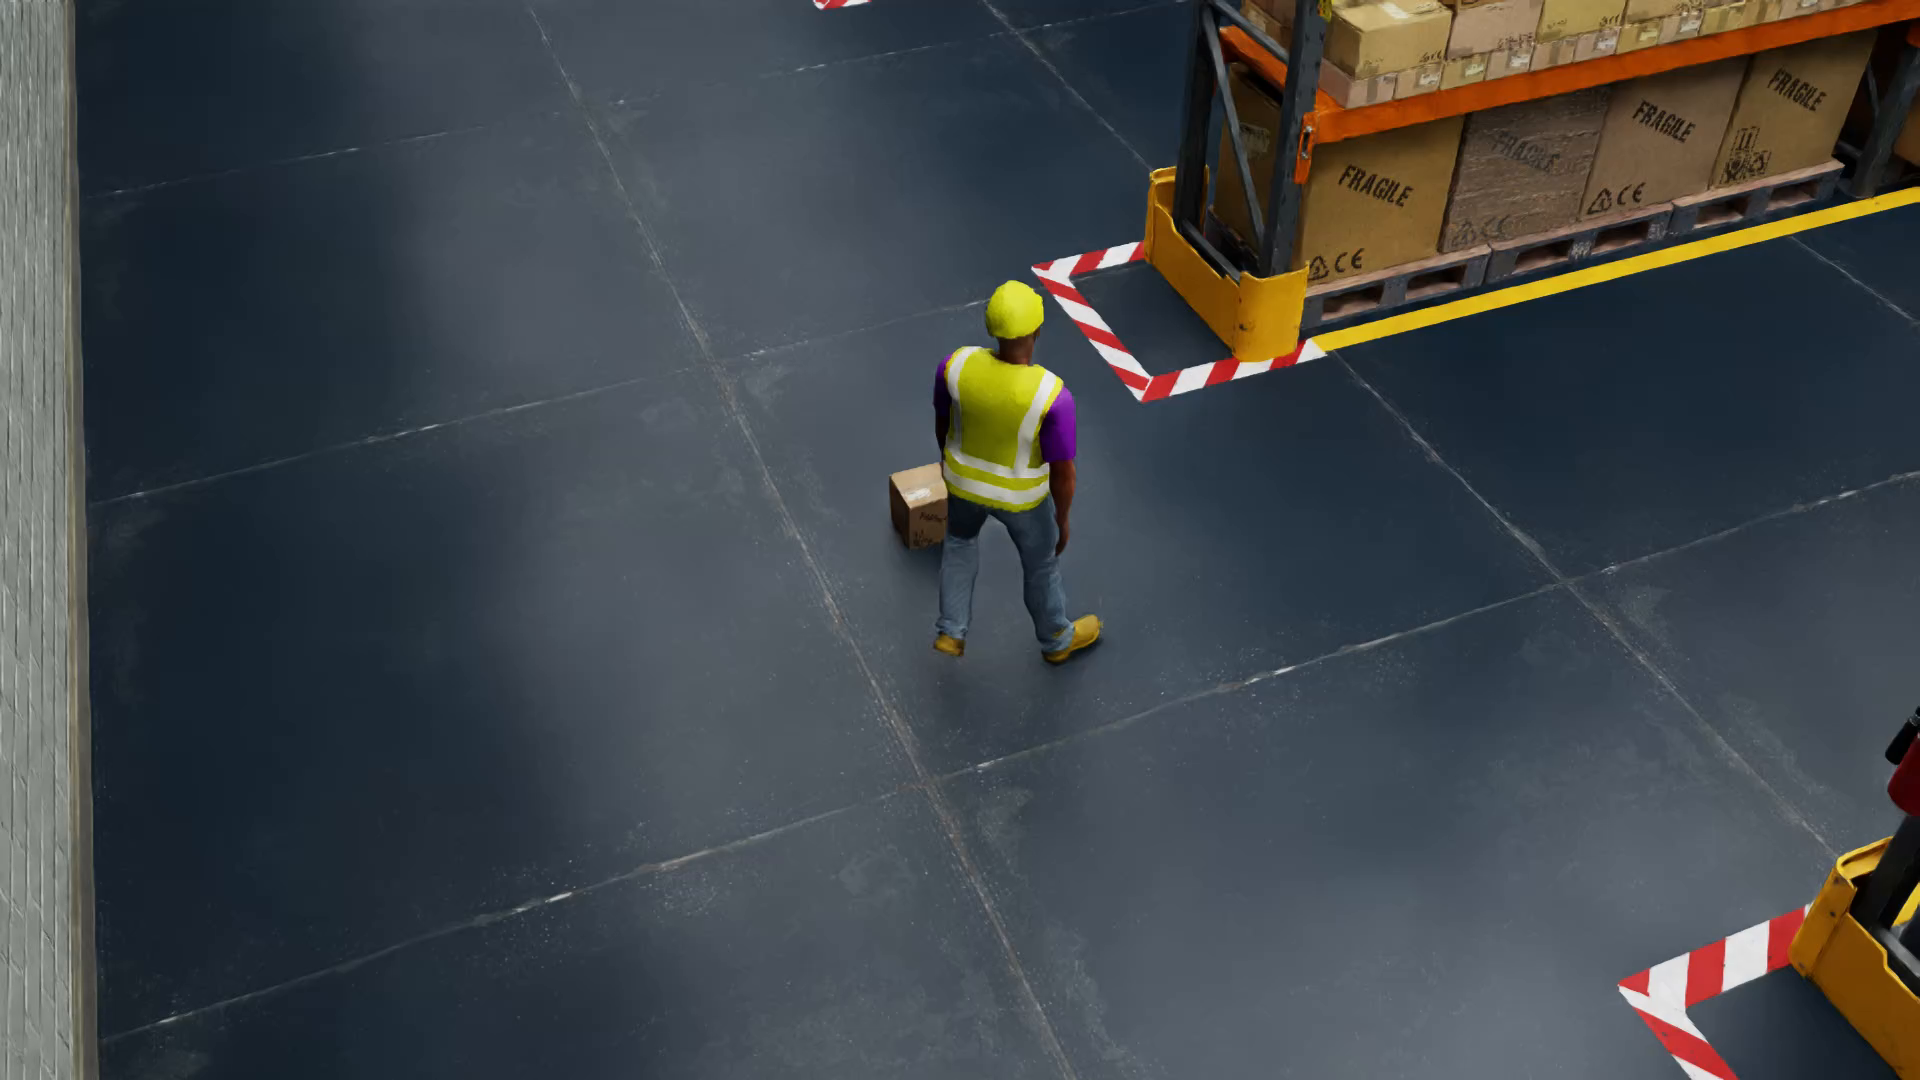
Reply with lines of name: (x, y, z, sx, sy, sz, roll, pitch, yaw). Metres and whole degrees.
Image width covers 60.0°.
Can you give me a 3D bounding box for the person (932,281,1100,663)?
person: (0.186, -0.186, 6.328, 0.658, 1.761, 0.624, 15, 44, 17)
